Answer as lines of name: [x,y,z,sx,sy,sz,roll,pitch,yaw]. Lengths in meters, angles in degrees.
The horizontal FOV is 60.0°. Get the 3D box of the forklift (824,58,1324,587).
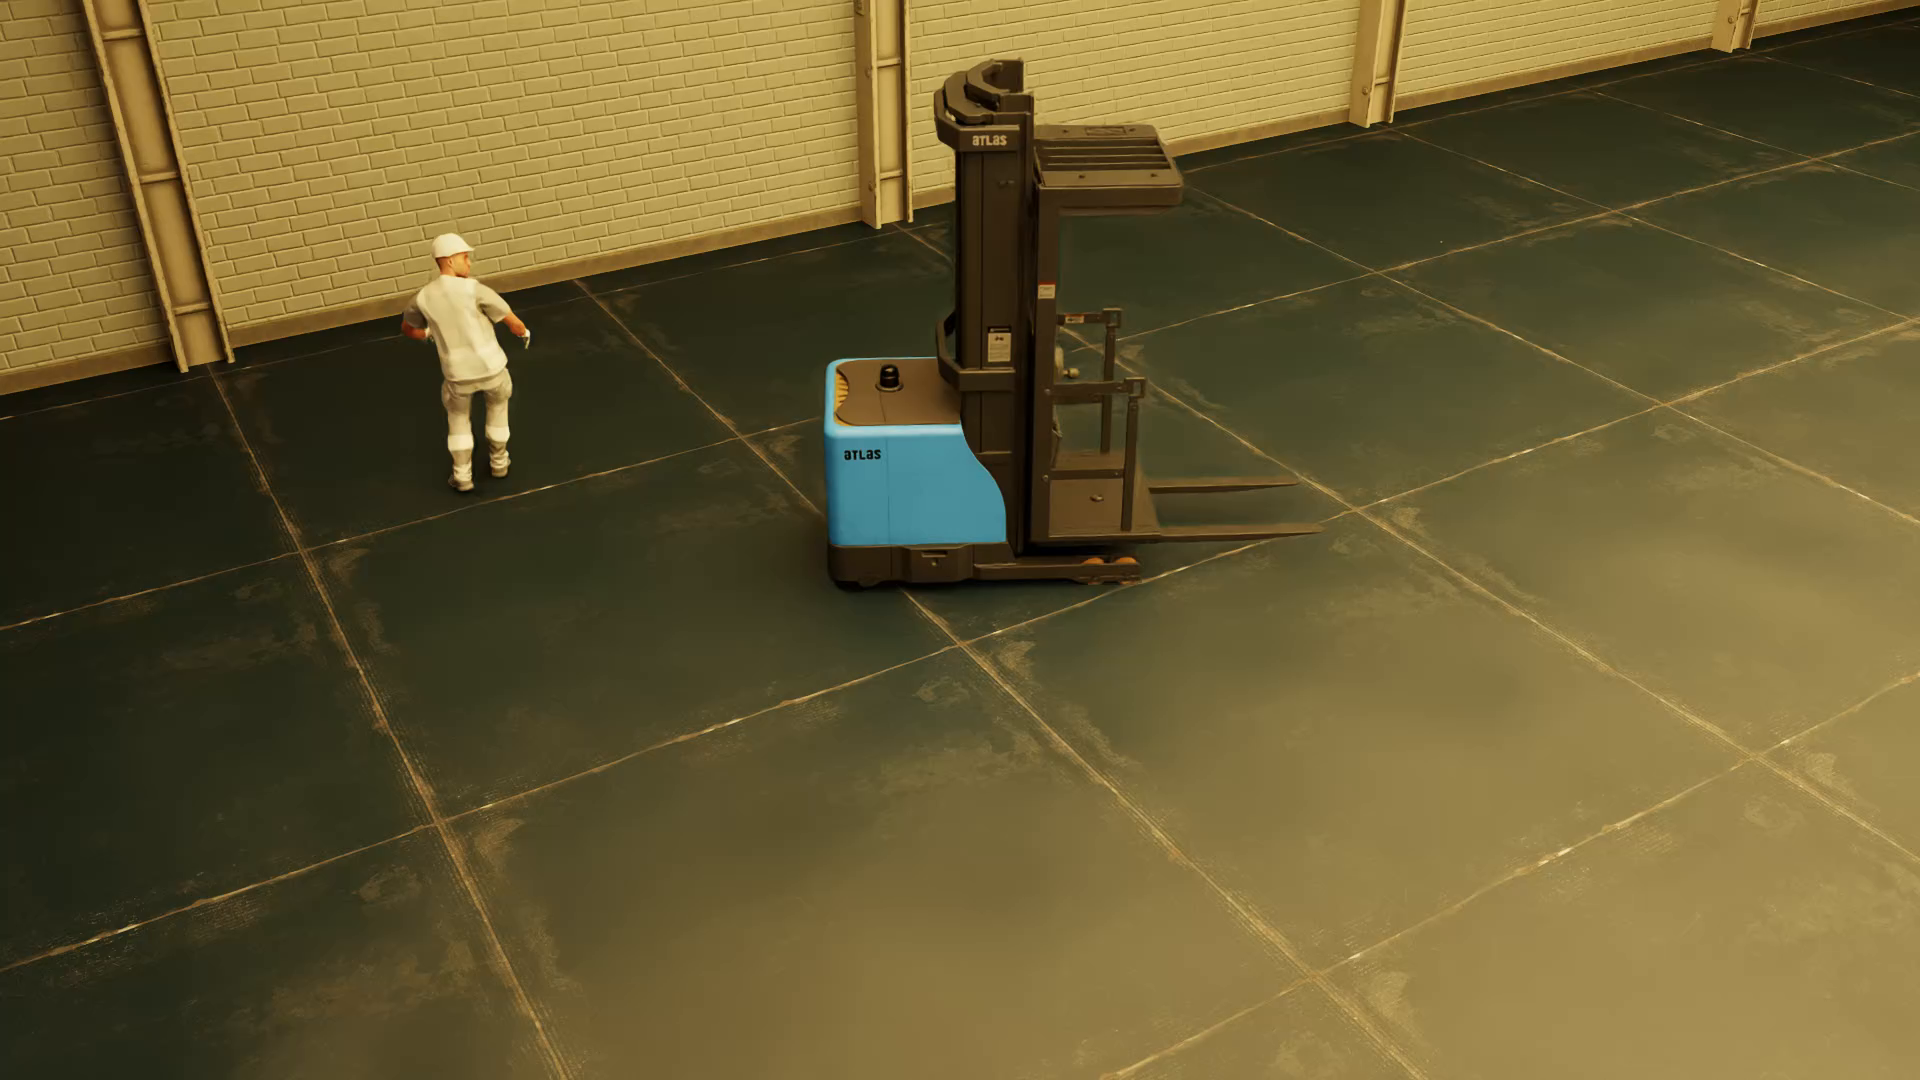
forklift: [0.698,-1.253,9.740,3.031,2.935,1.130,-2,31,-3]

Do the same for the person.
person: [-3.187,-1.171,10.826,0.784,1.722,0.675,-4,31,-7]
